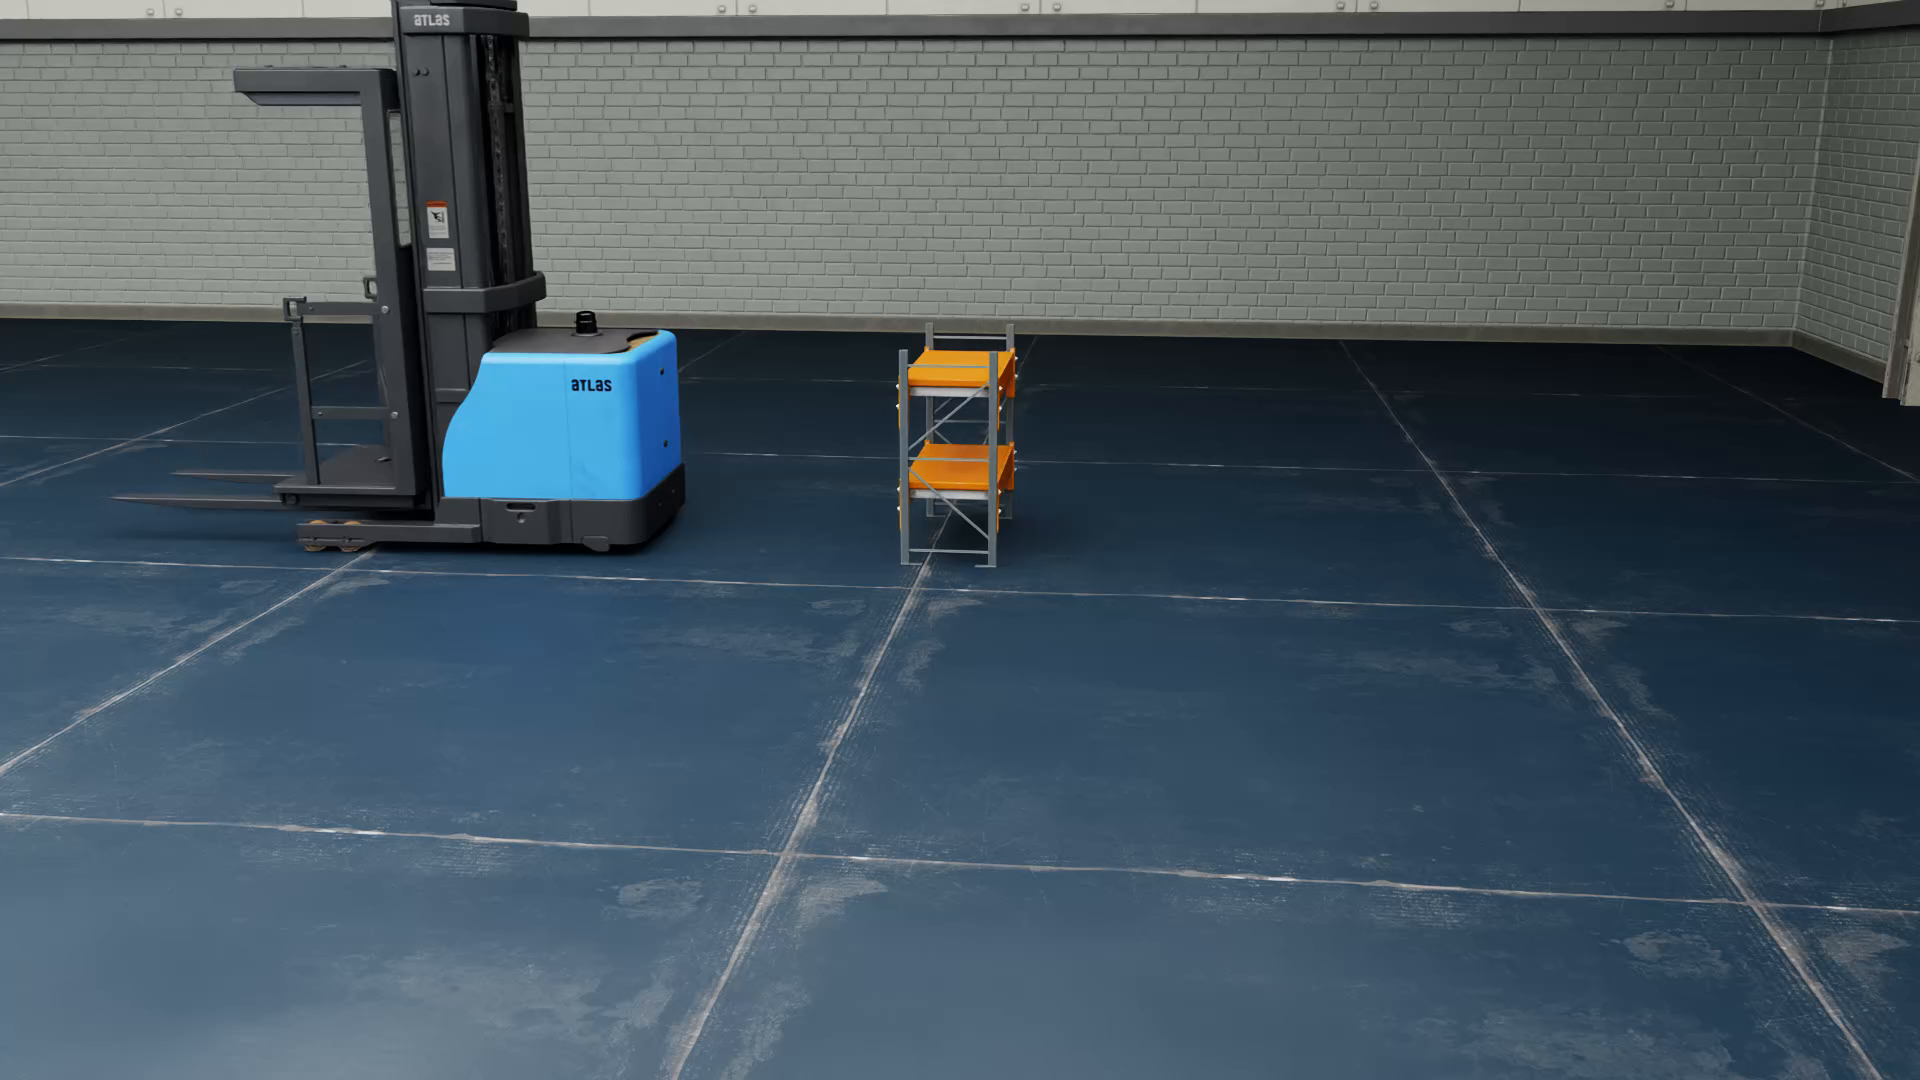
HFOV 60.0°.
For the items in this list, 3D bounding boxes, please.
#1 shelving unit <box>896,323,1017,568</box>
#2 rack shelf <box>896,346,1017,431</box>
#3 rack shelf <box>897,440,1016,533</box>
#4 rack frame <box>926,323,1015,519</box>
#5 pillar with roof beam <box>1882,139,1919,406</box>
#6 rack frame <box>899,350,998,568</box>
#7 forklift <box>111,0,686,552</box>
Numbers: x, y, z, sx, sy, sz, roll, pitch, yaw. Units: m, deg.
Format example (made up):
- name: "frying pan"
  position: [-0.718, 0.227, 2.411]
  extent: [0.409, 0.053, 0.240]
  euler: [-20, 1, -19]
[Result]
- name: "shelving unit"
  position: [-0.001, -0.541, 9.009]
  extent: [0.538, 1.125, 1.048]
  euler: [2, 15, 6]
- name: "rack shelf"
  position: [-0.001, -0.824, 8.932]
  extent: [0.538, 0.278, 1.000]
  euler: [2, 15, 6]
- name: "rack shelf"
  position: [-0.001, -0.305, 9.073]
  extent: [0.538, 0.278, 1.000]
  euler: [2, 15, 6]
- name: "rack frame"
  position: [0.057, -0.673, 9.496]
  extent: [0.500, 1.125, 0.032]
  euler: [2, 15, 6]
- name: "pillar with roof beam"
  position: [3.306, -5.574, 12.537]
  extent: [9.100, 9.000, 0.400]
  euler: [2, 15, 6]
- name: "rack frame"
  position: [-0.058, -0.409, 8.521]
  extent: [0.500, 1.125, 0.032]
  euler: [2, 15, 6]
- name: "forklift"
  position: [-3.144, -1.486, 9.041]
  extent: [3.031, 2.935, 1.130]
  euler: [1, 15, 4]
